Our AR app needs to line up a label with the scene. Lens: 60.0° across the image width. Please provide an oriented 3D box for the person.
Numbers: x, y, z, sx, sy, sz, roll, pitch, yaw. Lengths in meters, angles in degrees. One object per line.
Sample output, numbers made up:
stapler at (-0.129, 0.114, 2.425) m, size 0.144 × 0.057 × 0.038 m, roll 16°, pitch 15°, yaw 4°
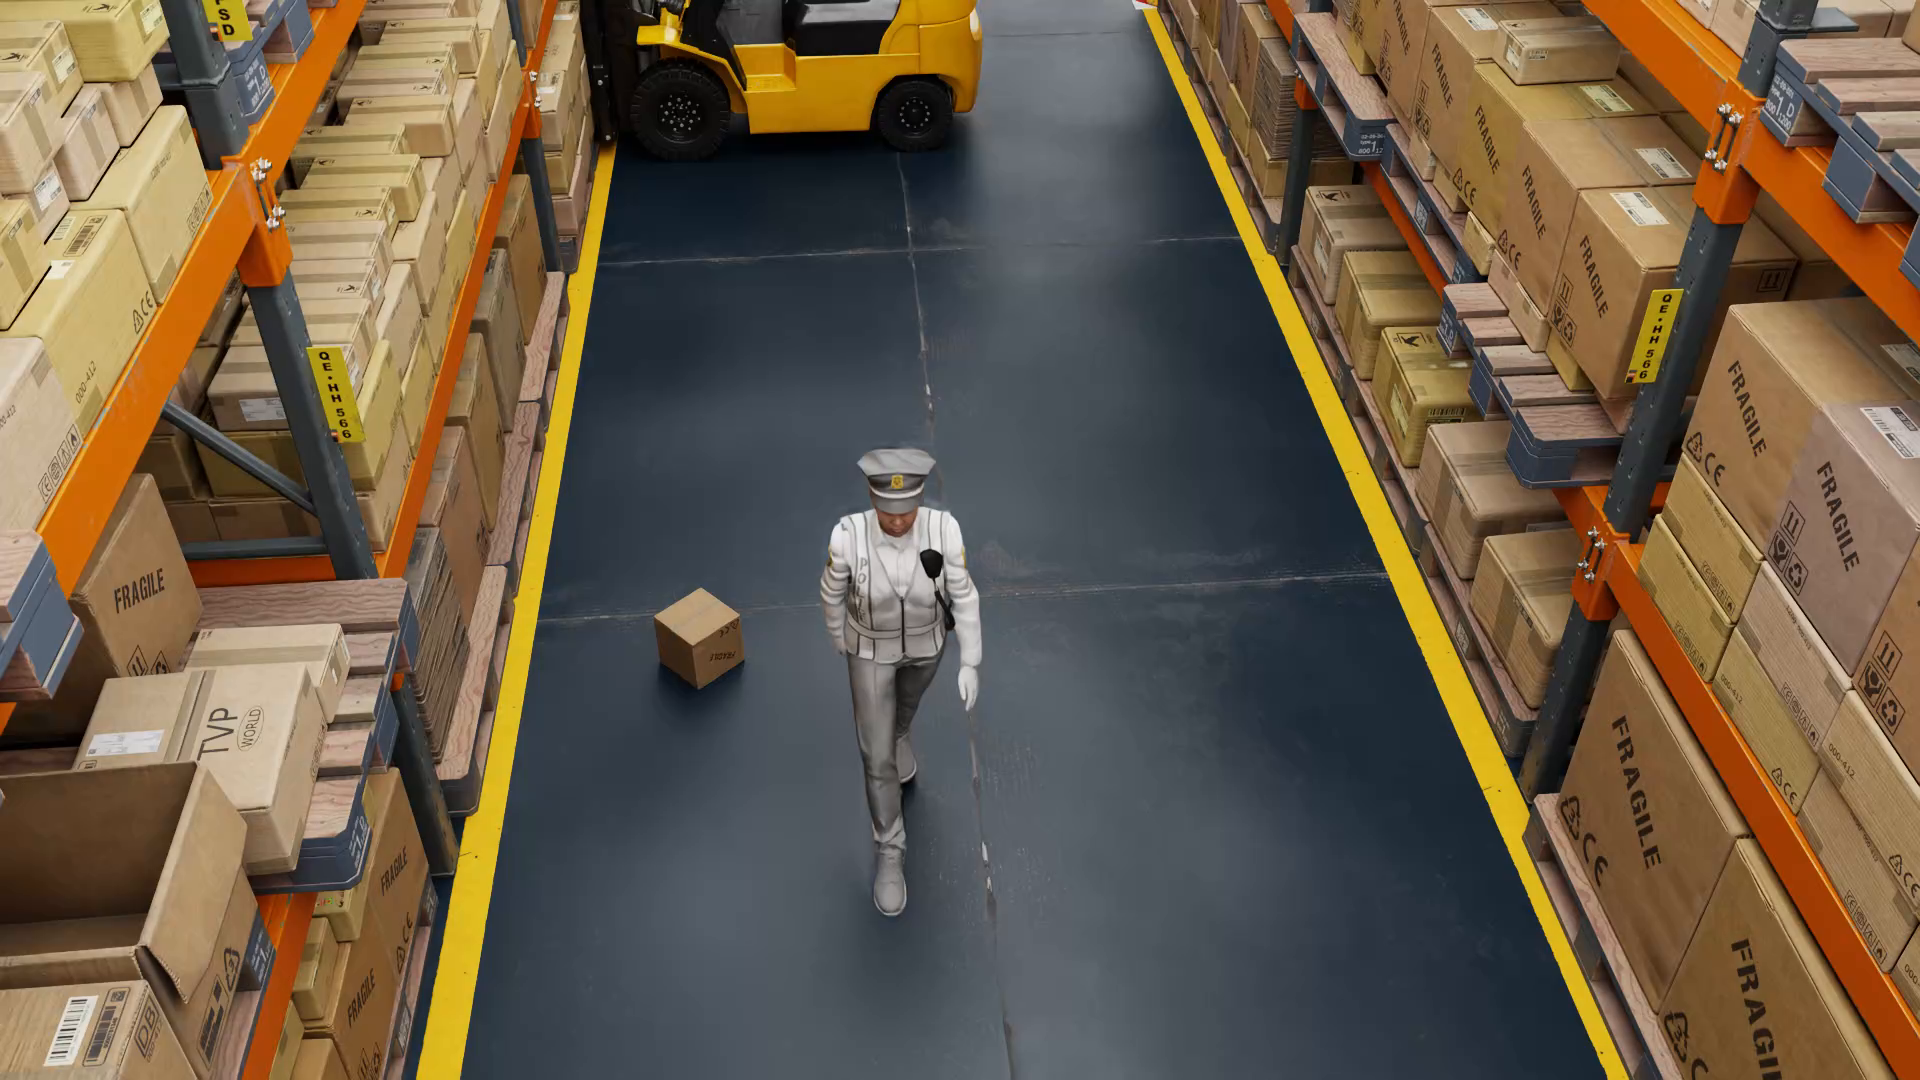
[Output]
person at (-0.185, 0.396, 5.658) m, size 0.512 × 1.675 × 0.851 m, roll -9°, pitch 40°, yaw -10°
